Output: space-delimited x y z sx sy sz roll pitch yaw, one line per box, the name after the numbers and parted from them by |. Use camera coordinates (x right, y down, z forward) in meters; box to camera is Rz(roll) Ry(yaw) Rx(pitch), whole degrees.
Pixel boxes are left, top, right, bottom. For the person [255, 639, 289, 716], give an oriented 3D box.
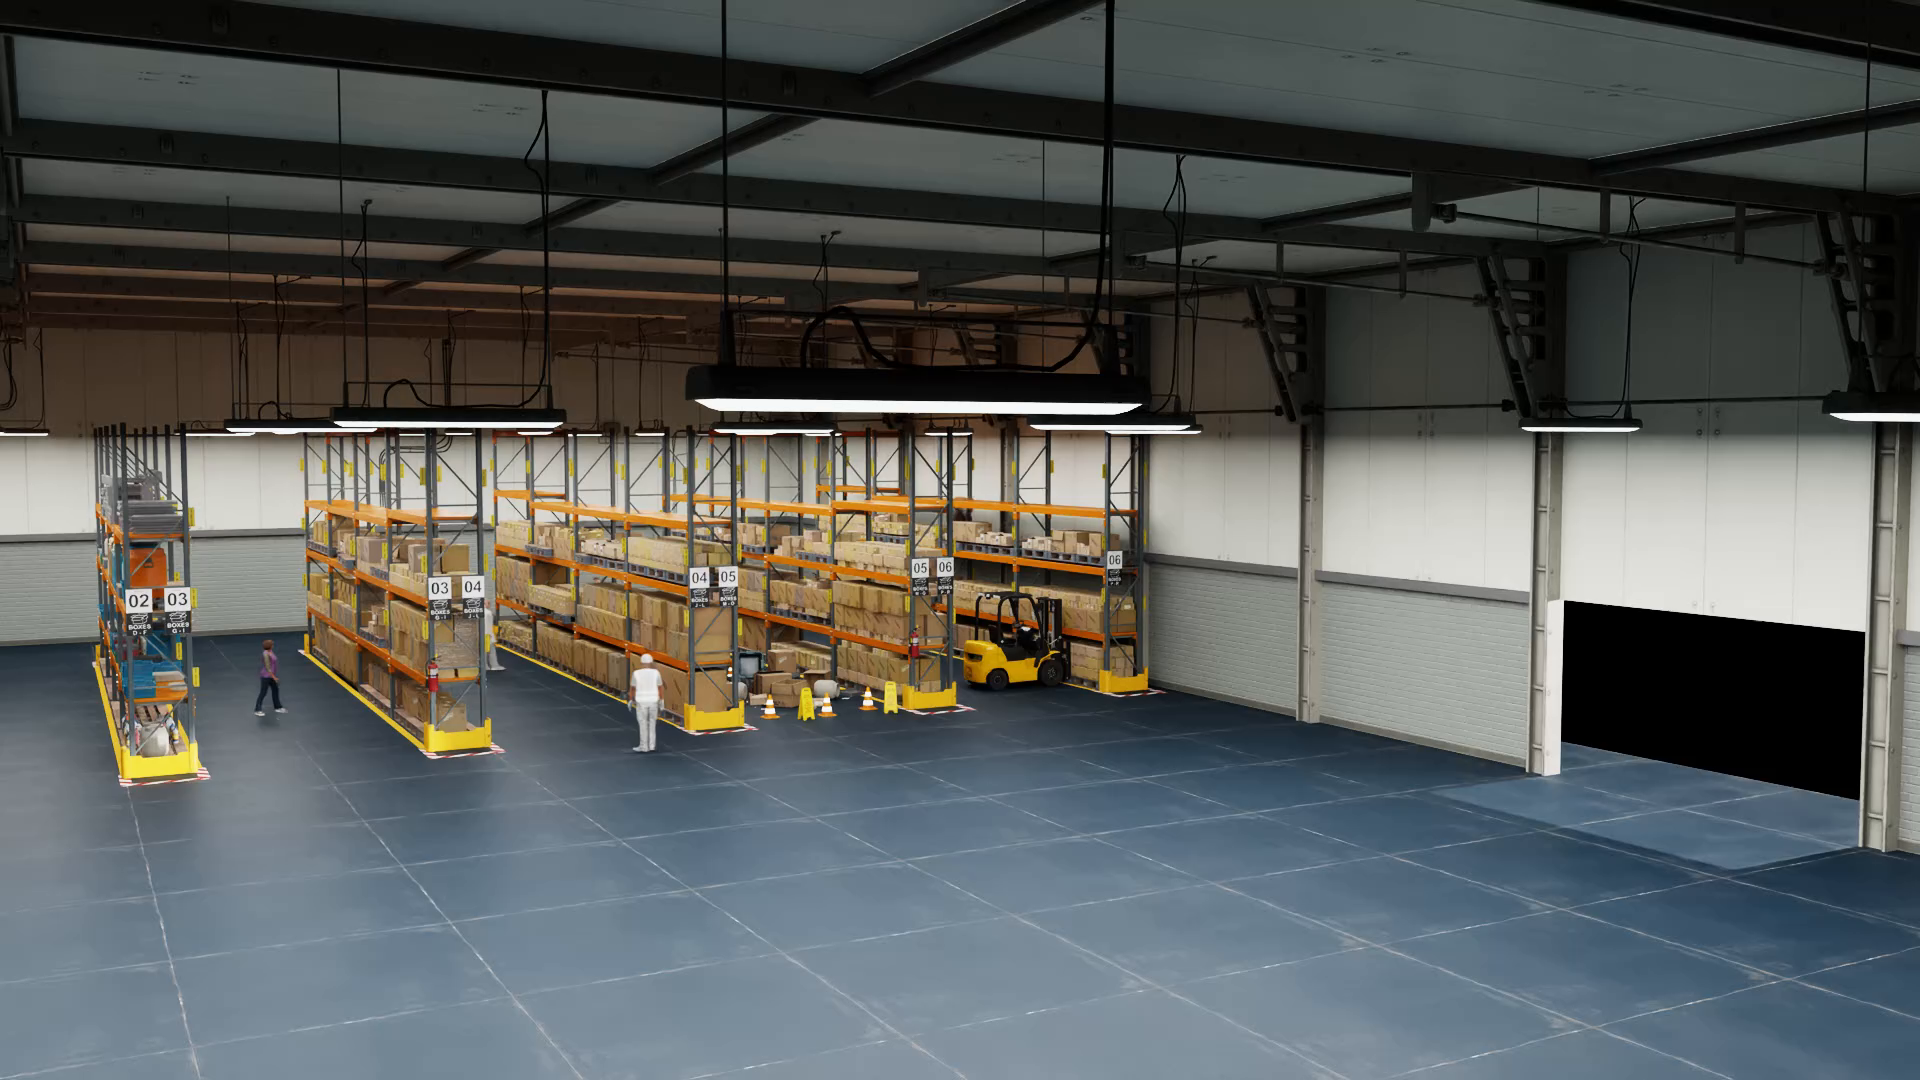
-14.342 2.850 34.565 0.565 1.598 0.592 0 3 -2 | person

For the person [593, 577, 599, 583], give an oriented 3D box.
-10.702 1.959 48.954 0.500 1.727 0.405 0 3 -7 | person

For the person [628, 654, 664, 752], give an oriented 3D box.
-5.750 2.988 30.499 0.640 1.813 0.386 -1 4 -17 | person

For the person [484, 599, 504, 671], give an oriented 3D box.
-11.646 2.339 41.217 0.595 1.783 0.584 -2 4 -32 | person
